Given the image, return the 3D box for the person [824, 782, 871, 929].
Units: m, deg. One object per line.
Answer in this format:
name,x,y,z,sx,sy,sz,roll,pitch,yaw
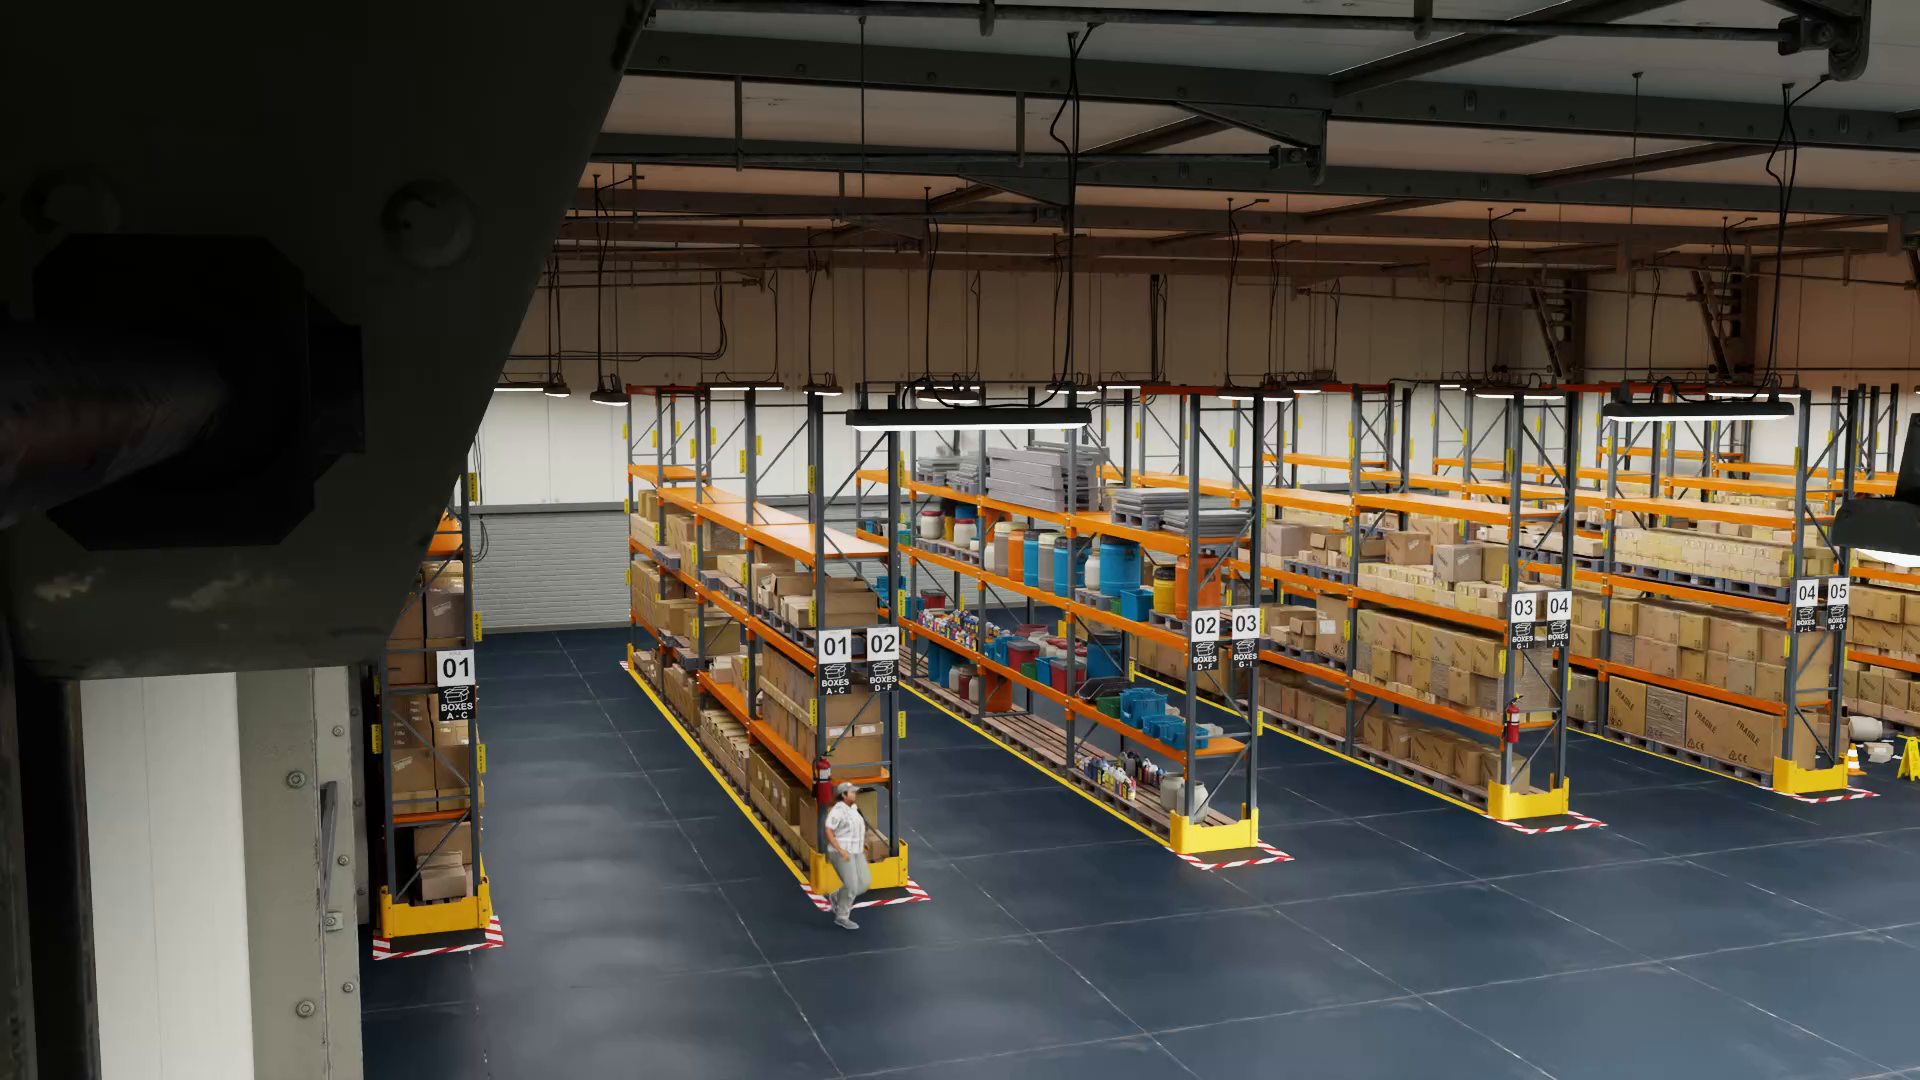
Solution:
person,-1.270,3.583,18.999,0.514,1.624,0.648,3,7,27
